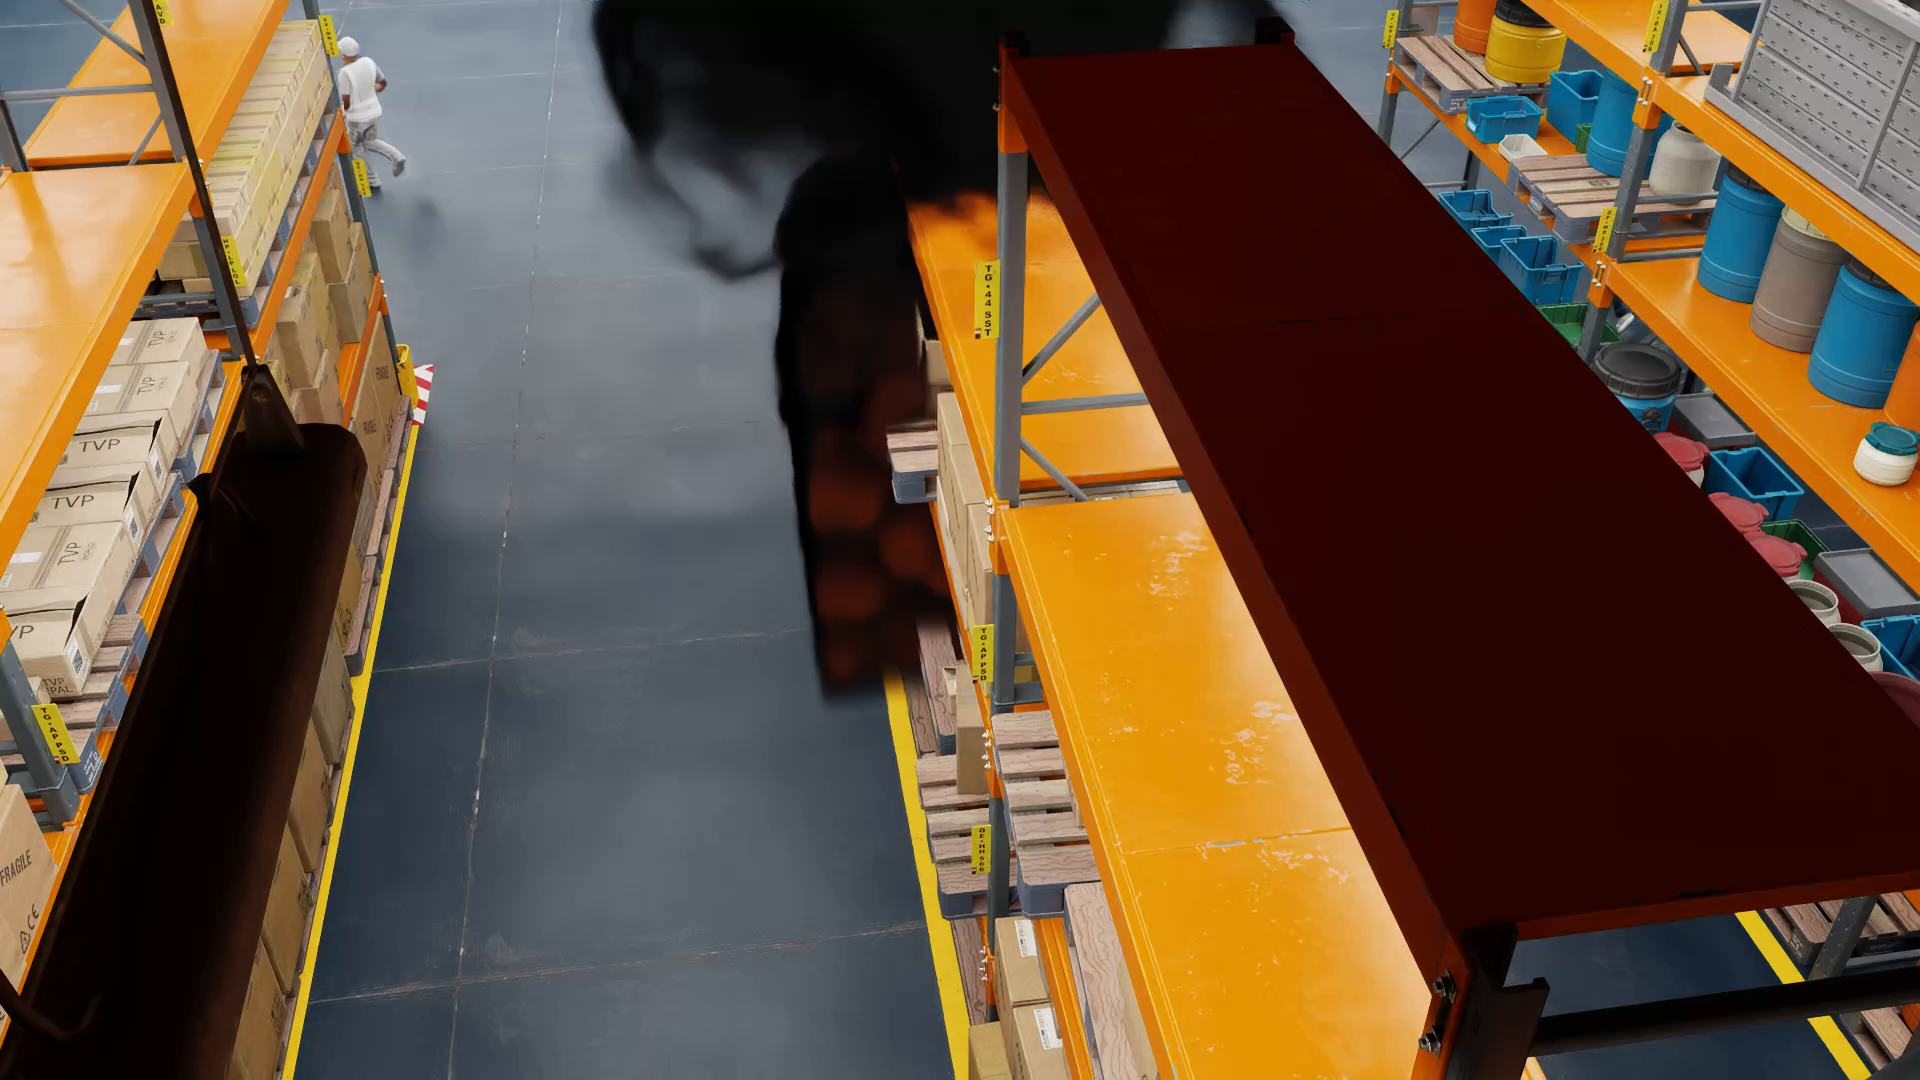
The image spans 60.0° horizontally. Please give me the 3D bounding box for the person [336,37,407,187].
[{"bbox_3d":[-6.566,-4.687,18.391,0.684,1.755,0.692,17,40,22],"label":"person"}]

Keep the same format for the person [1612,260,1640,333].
[{"bbox_3d":[6.102,-2.621,15.226,0.559,1.584,0.618,-13,38,-17],"label":"person"}]
